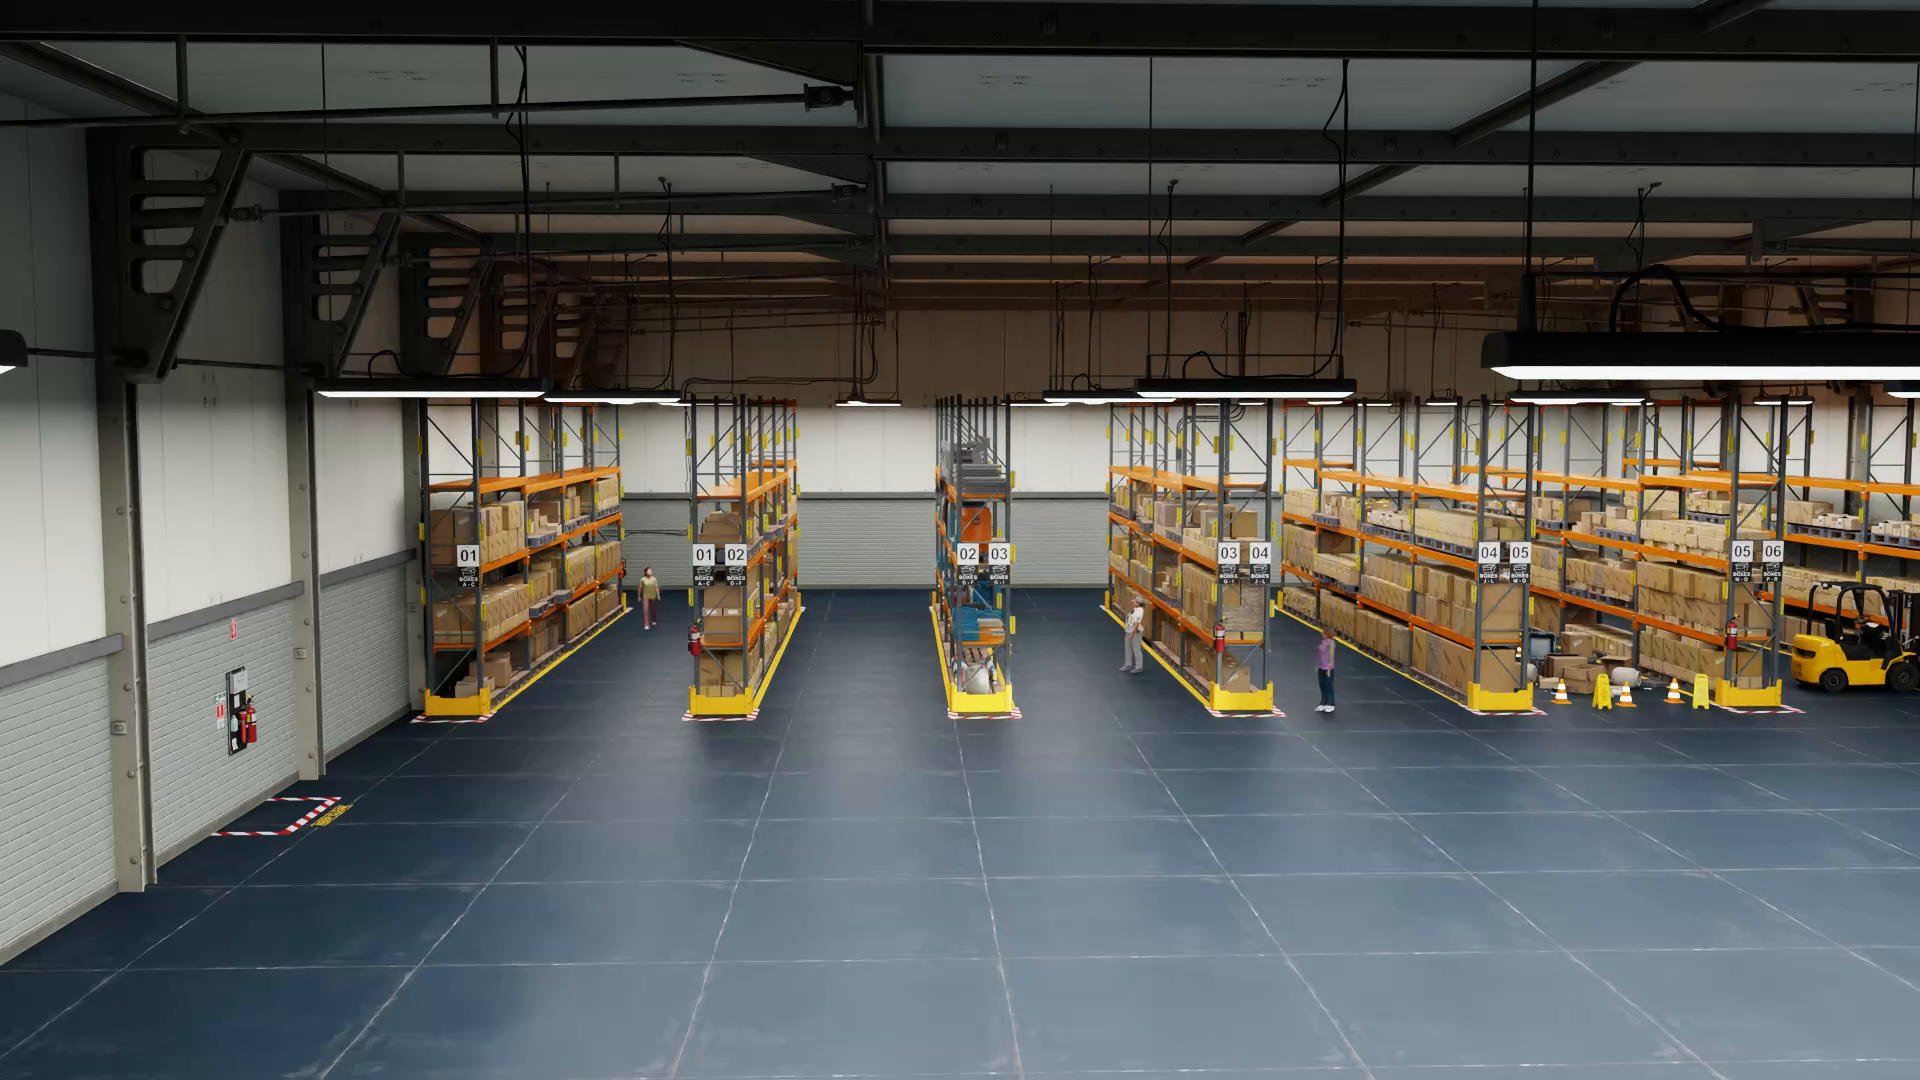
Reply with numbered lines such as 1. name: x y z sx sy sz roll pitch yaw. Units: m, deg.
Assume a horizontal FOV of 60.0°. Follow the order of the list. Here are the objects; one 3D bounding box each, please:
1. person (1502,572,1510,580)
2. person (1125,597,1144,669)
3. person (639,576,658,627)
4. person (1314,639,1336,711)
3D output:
1. person: 13.198 1.639 40.263 0.398 1.725 0.653 2 5 28
2. person: 3.806 2.010 36.244 0.415 1.575 0.535 -2 5 -19
3. person: -8.125 1.600 43.390 0.480 1.318 0.904 -1 5 -7
4. person: 6.942 2.568 31.513 0.356 1.398 0.394 -3 5 -30
